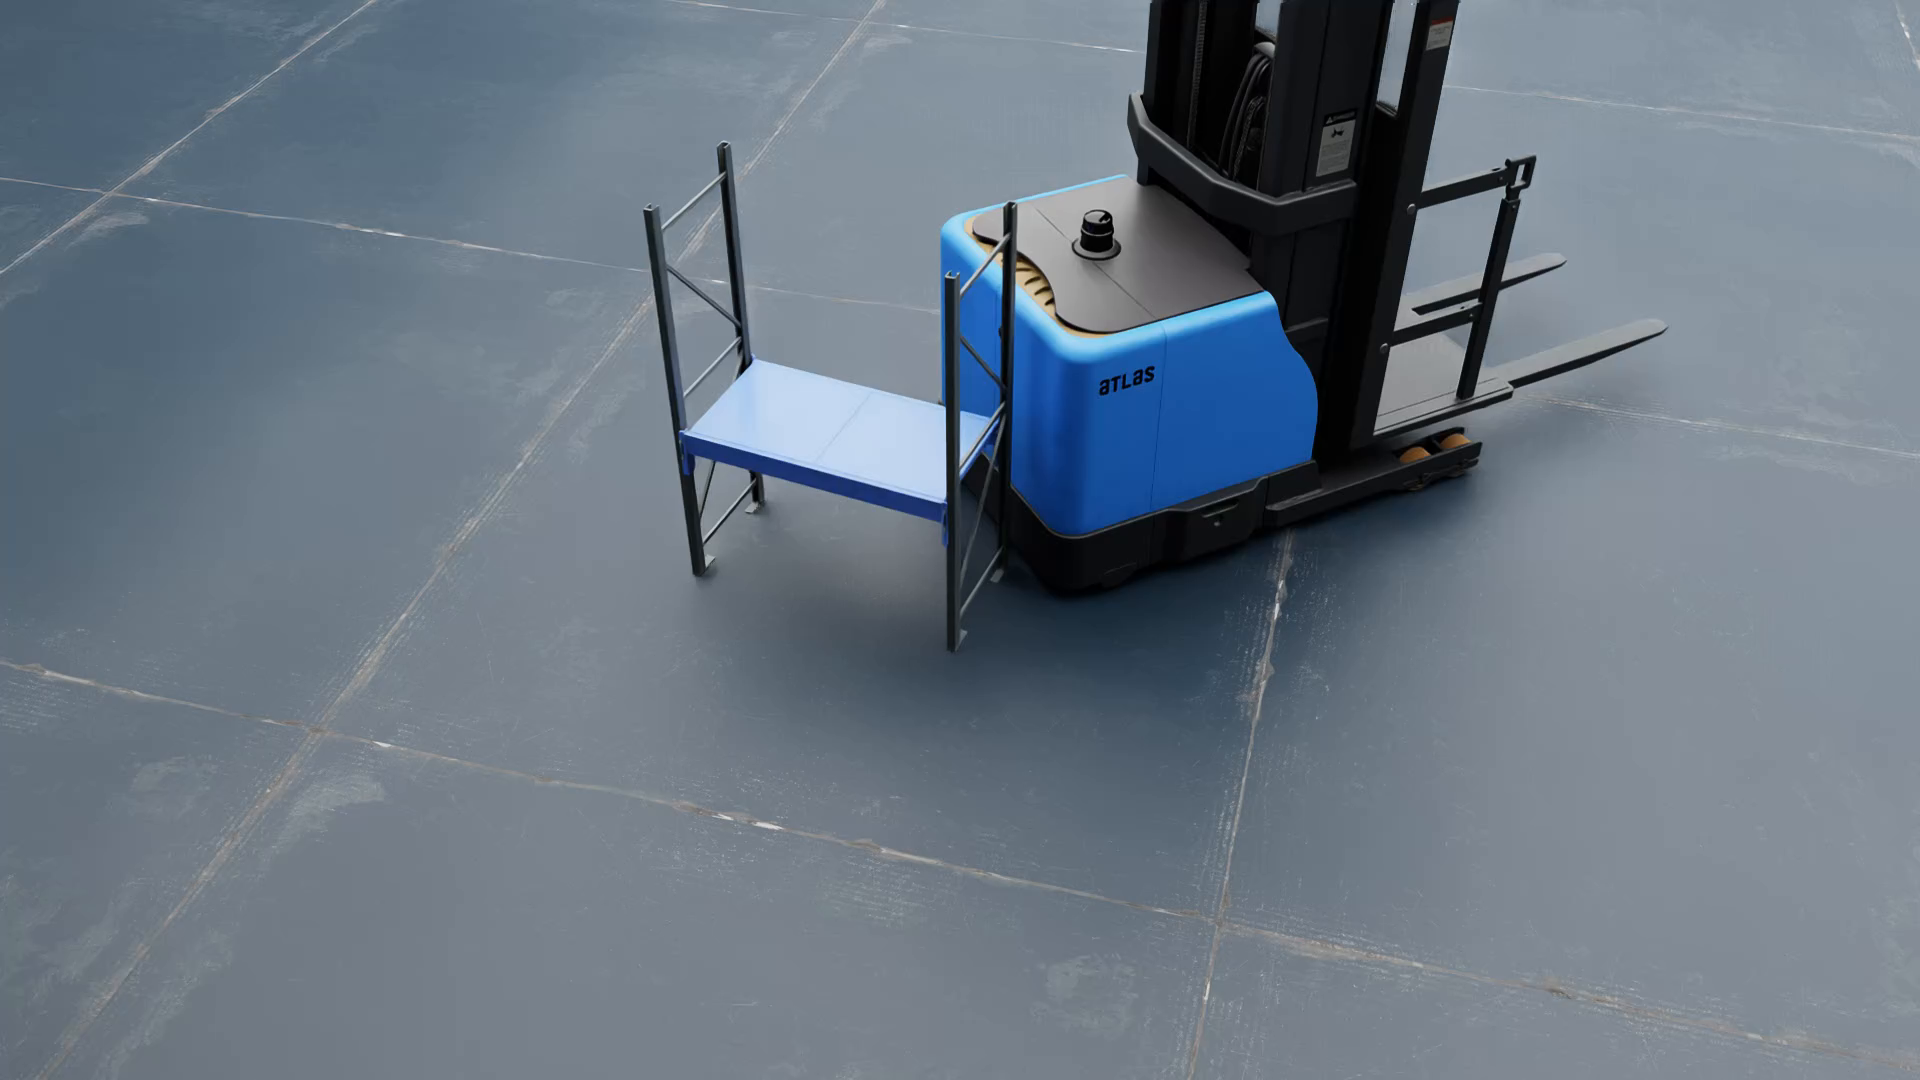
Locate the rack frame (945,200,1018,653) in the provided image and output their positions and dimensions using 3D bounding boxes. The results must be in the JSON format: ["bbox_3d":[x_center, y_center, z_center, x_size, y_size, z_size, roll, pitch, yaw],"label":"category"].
[{"bbox_3d":[0.067,-0.334,5.481,0.032,1.500,0.500,15,42,18],"label":"rack frame"}]

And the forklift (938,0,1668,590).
[{"bbox_3d":[1.468,-1.603,5.880,3.031,2.935,1.130,-18,43,-20],"label":"forklift"}]

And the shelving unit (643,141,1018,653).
[{"bbox_3d":[-0.400,-0.462,5.634,1.048,1.500,0.538,15,42,18],"label":"shelving unit"}]

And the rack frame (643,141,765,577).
[{"bbox_3d":[-0.867,-0.591,5.788,0.032,1.500,0.500,15,42,18],"label":"rack frame"}]

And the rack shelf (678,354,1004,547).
[{"bbox_3d":[-0.400,-0.325,5.750,1.000,0.185,0.538,15,42,18],"label":"rack shelf"}]
